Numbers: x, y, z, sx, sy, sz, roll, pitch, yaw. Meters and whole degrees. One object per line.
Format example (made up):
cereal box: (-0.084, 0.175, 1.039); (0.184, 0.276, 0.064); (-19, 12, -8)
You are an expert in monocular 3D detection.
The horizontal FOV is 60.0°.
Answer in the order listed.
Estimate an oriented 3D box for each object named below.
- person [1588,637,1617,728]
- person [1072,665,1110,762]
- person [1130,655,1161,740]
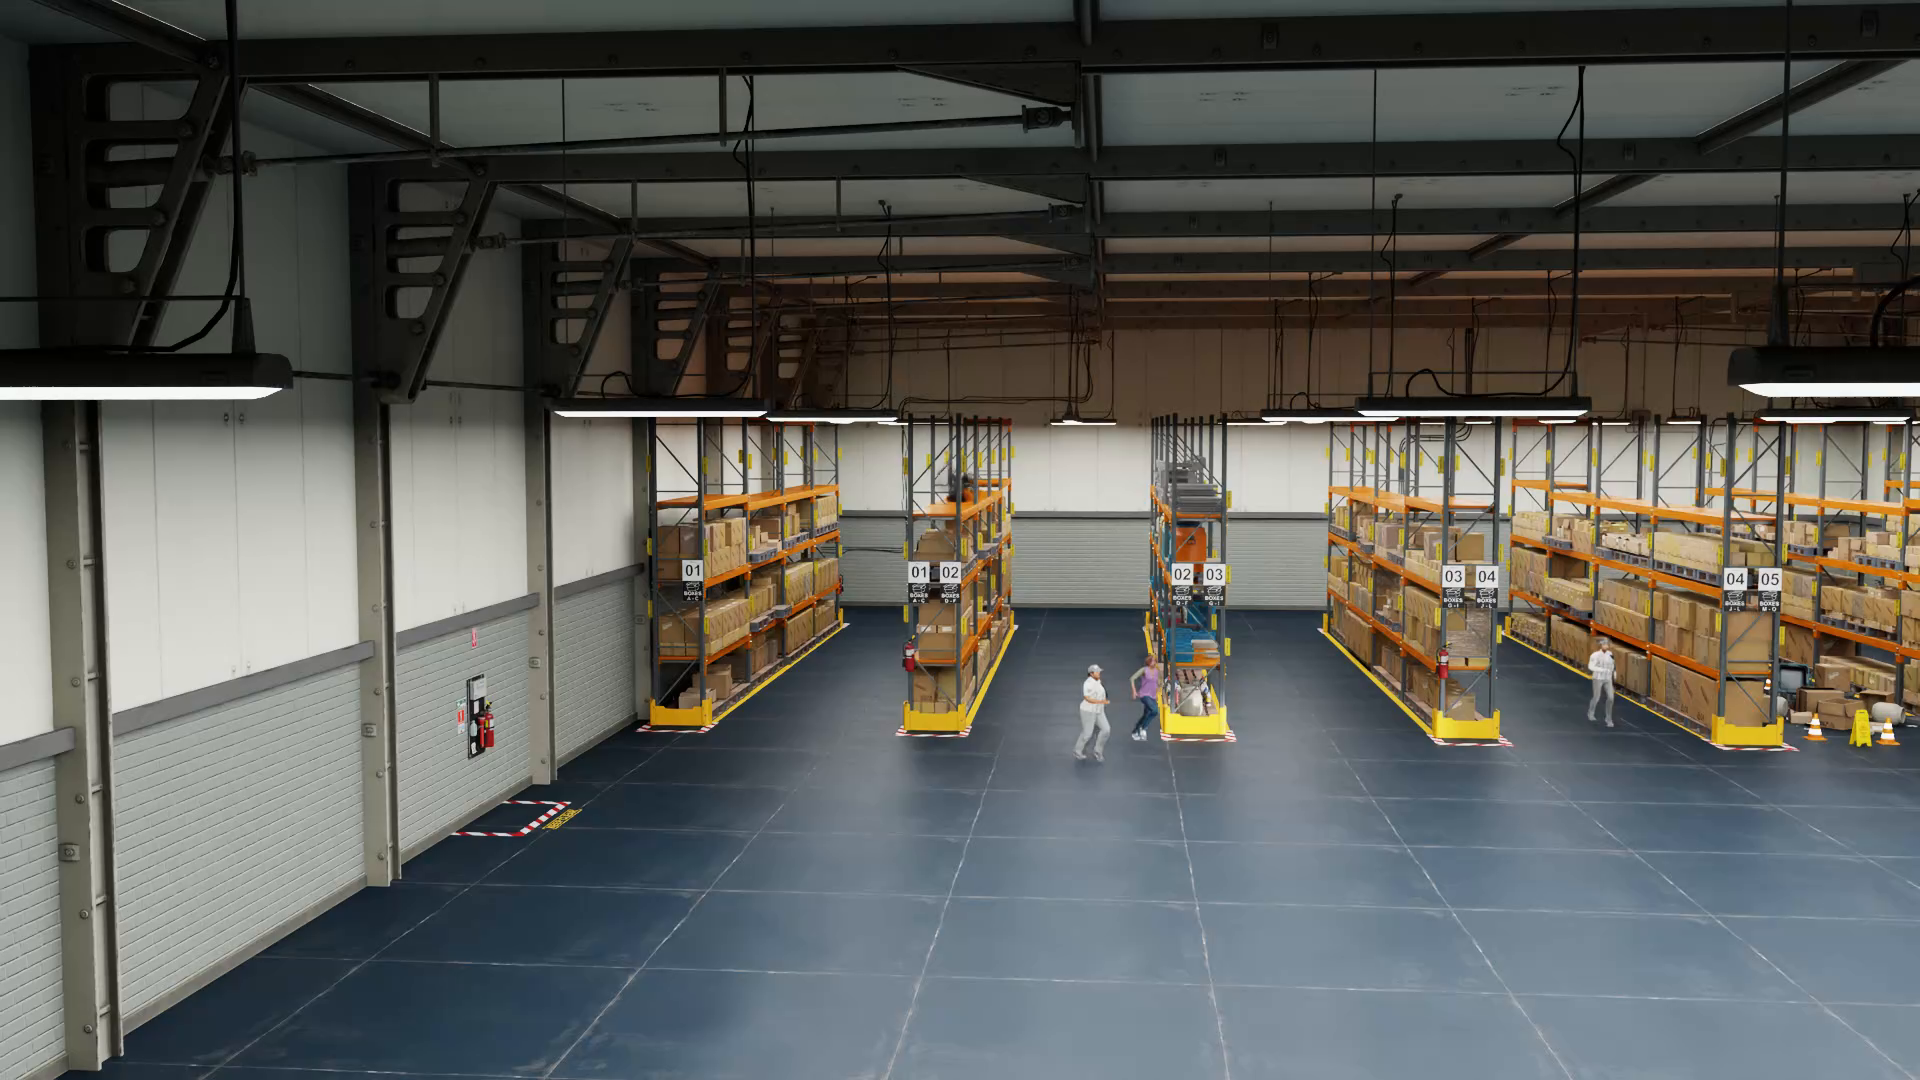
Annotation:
person: (12.382, 2.739, 32.042); (0.631, 1.764, 0.739); (0, 4, -6)
person: (2.289, 2.994, 28.553); (0.717, 1.731, 0.617); (3, 5, 34)
person: (3.465, 2.887, 30.453); (0.535, 1.535, 0.596); (-3, 5, -37)
